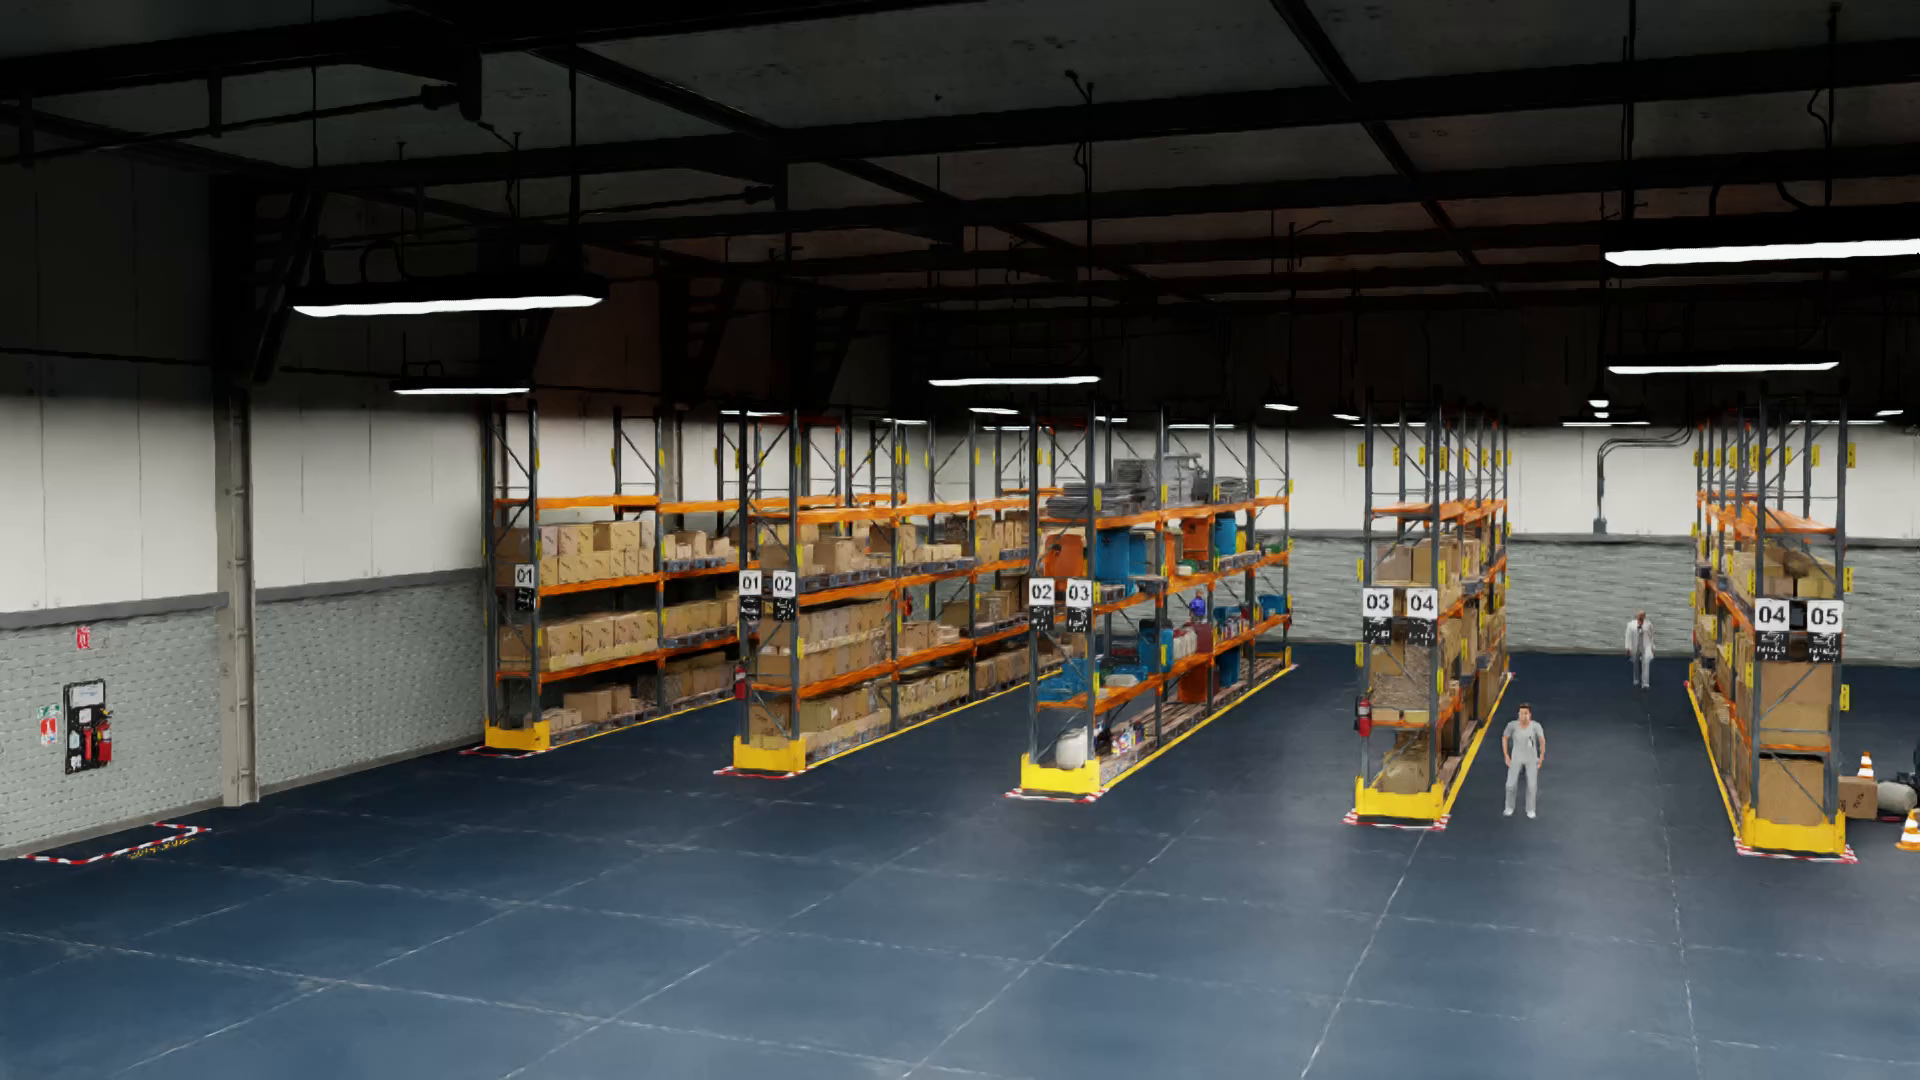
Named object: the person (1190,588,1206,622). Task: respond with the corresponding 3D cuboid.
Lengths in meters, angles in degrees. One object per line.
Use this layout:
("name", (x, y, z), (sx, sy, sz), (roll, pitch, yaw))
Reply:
("person", (6.035, 2.061, 43.043), (0.641, 1.654, 0.460), (-1, 3, -23))

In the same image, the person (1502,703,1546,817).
("person", (7.842, 3.057, 23.147), (0.580, 1.619, 0.507), (1, 3, 20))

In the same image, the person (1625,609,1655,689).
("person", (14.785, 2.351, 36.164), (0.598, 1.698, 1.194), (1, 3, 24))
